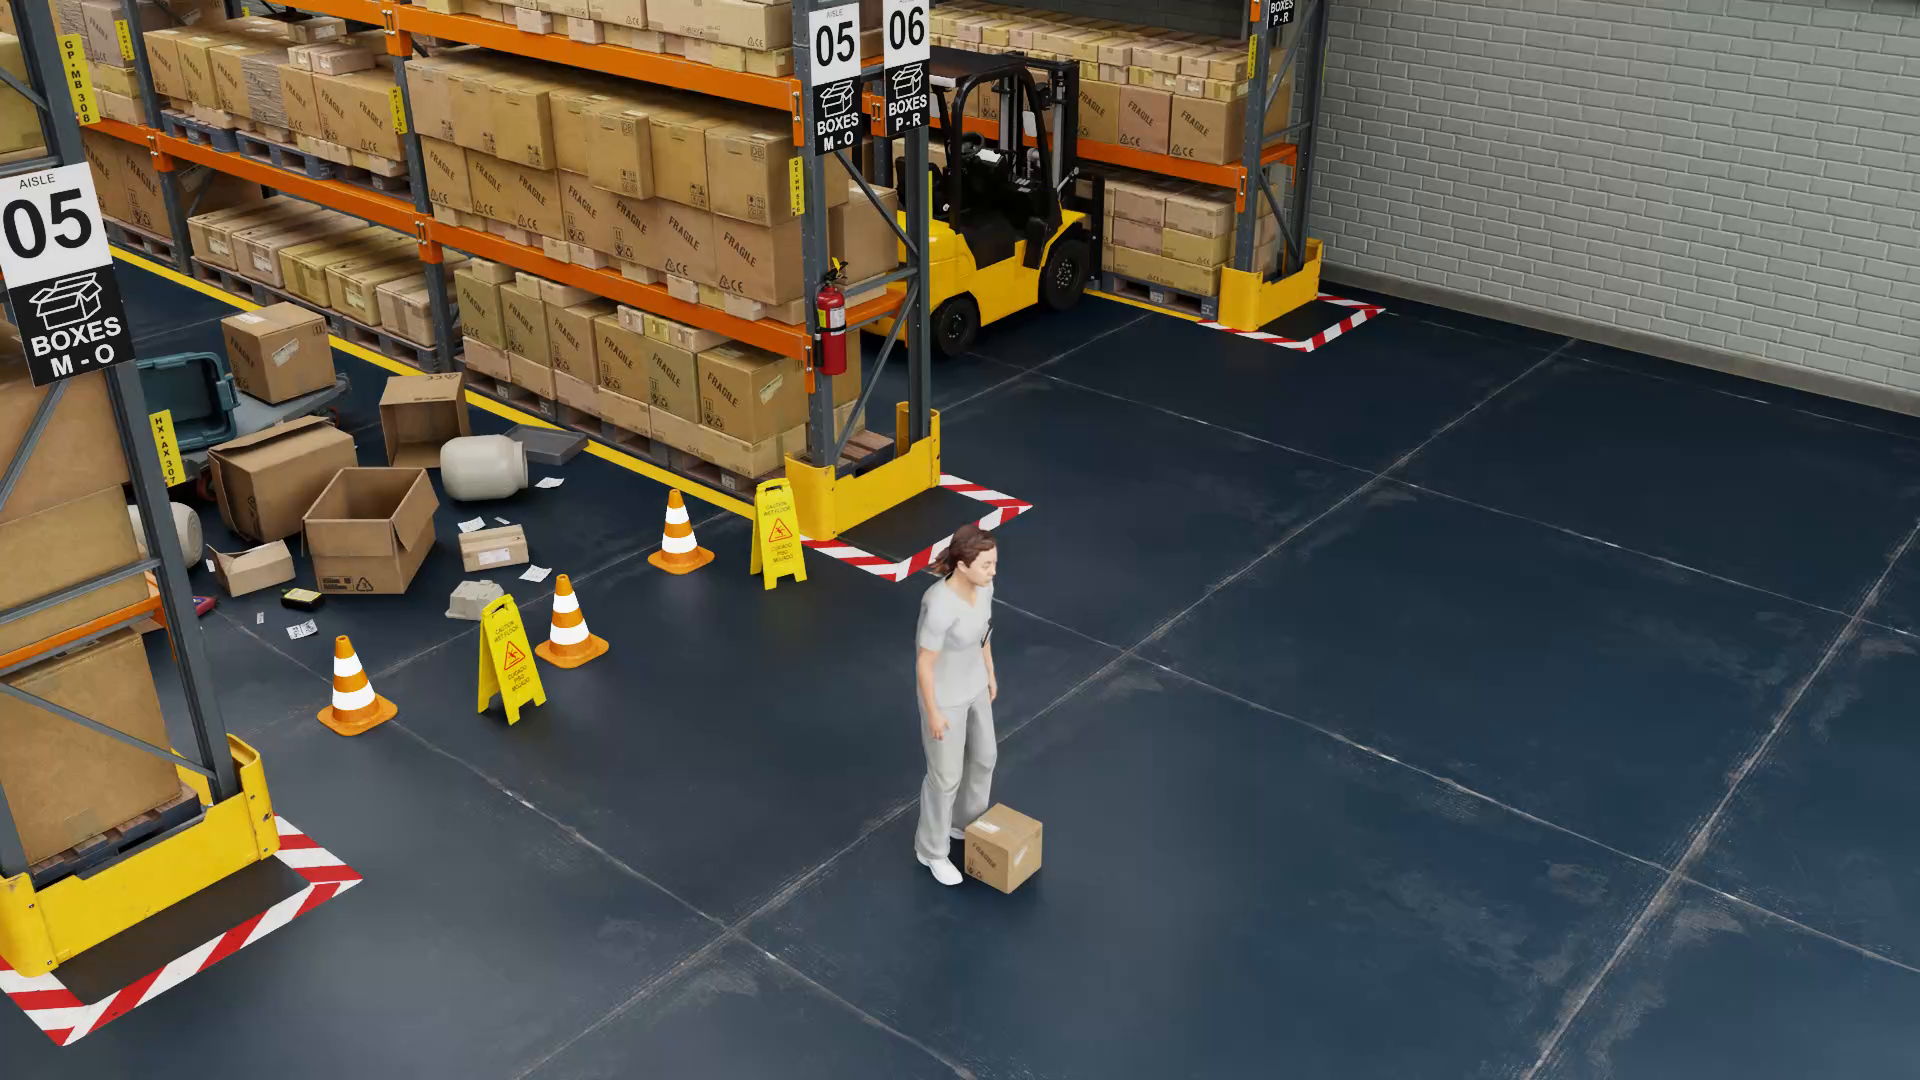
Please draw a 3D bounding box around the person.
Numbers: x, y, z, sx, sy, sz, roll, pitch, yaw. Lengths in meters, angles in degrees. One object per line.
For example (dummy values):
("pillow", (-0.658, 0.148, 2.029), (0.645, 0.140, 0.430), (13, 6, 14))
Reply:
("person", (-0.002, 0.687, 7.300), (0.364, 1.671, 0.506), (19, 33, 32))
